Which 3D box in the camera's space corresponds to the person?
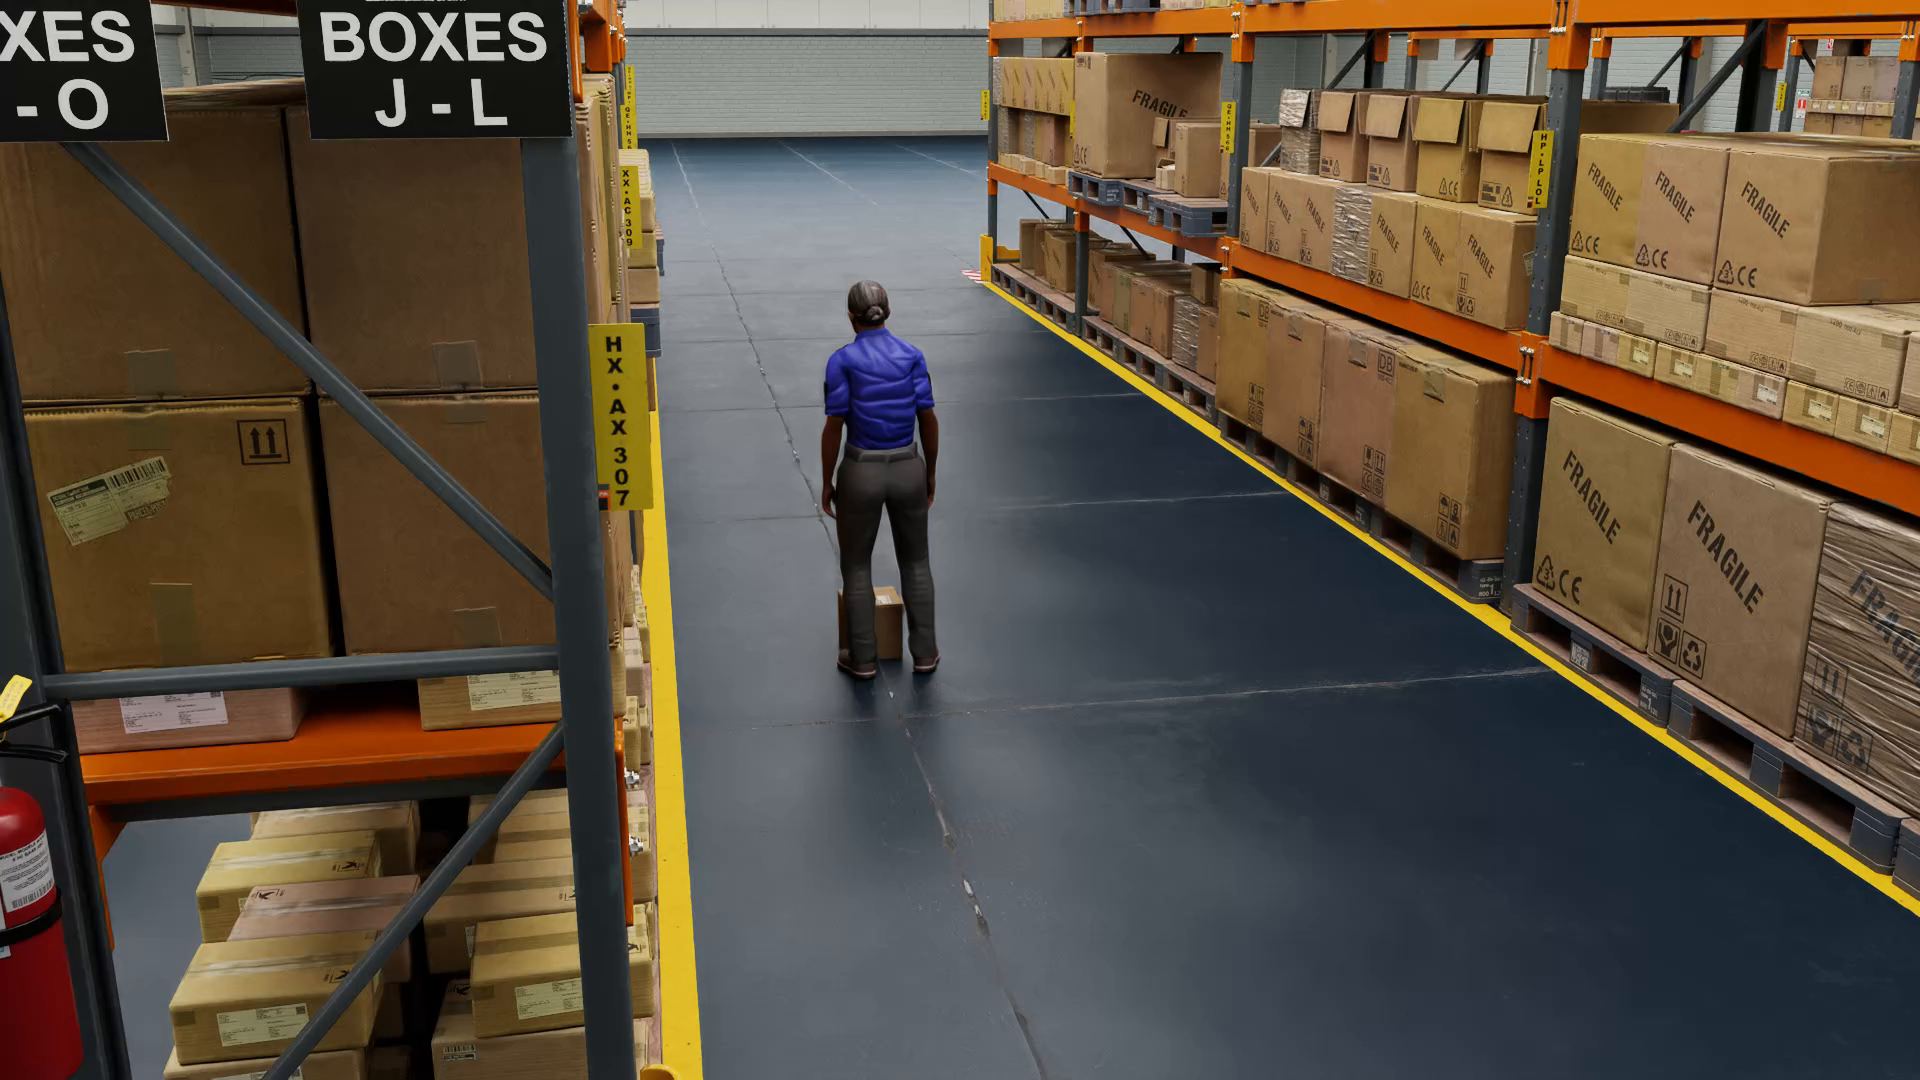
[{"bbox_3d":[-0.319,-0.243,6.868,0.527,1.653,0.350,-5,17,-16],"label":"person"}]
